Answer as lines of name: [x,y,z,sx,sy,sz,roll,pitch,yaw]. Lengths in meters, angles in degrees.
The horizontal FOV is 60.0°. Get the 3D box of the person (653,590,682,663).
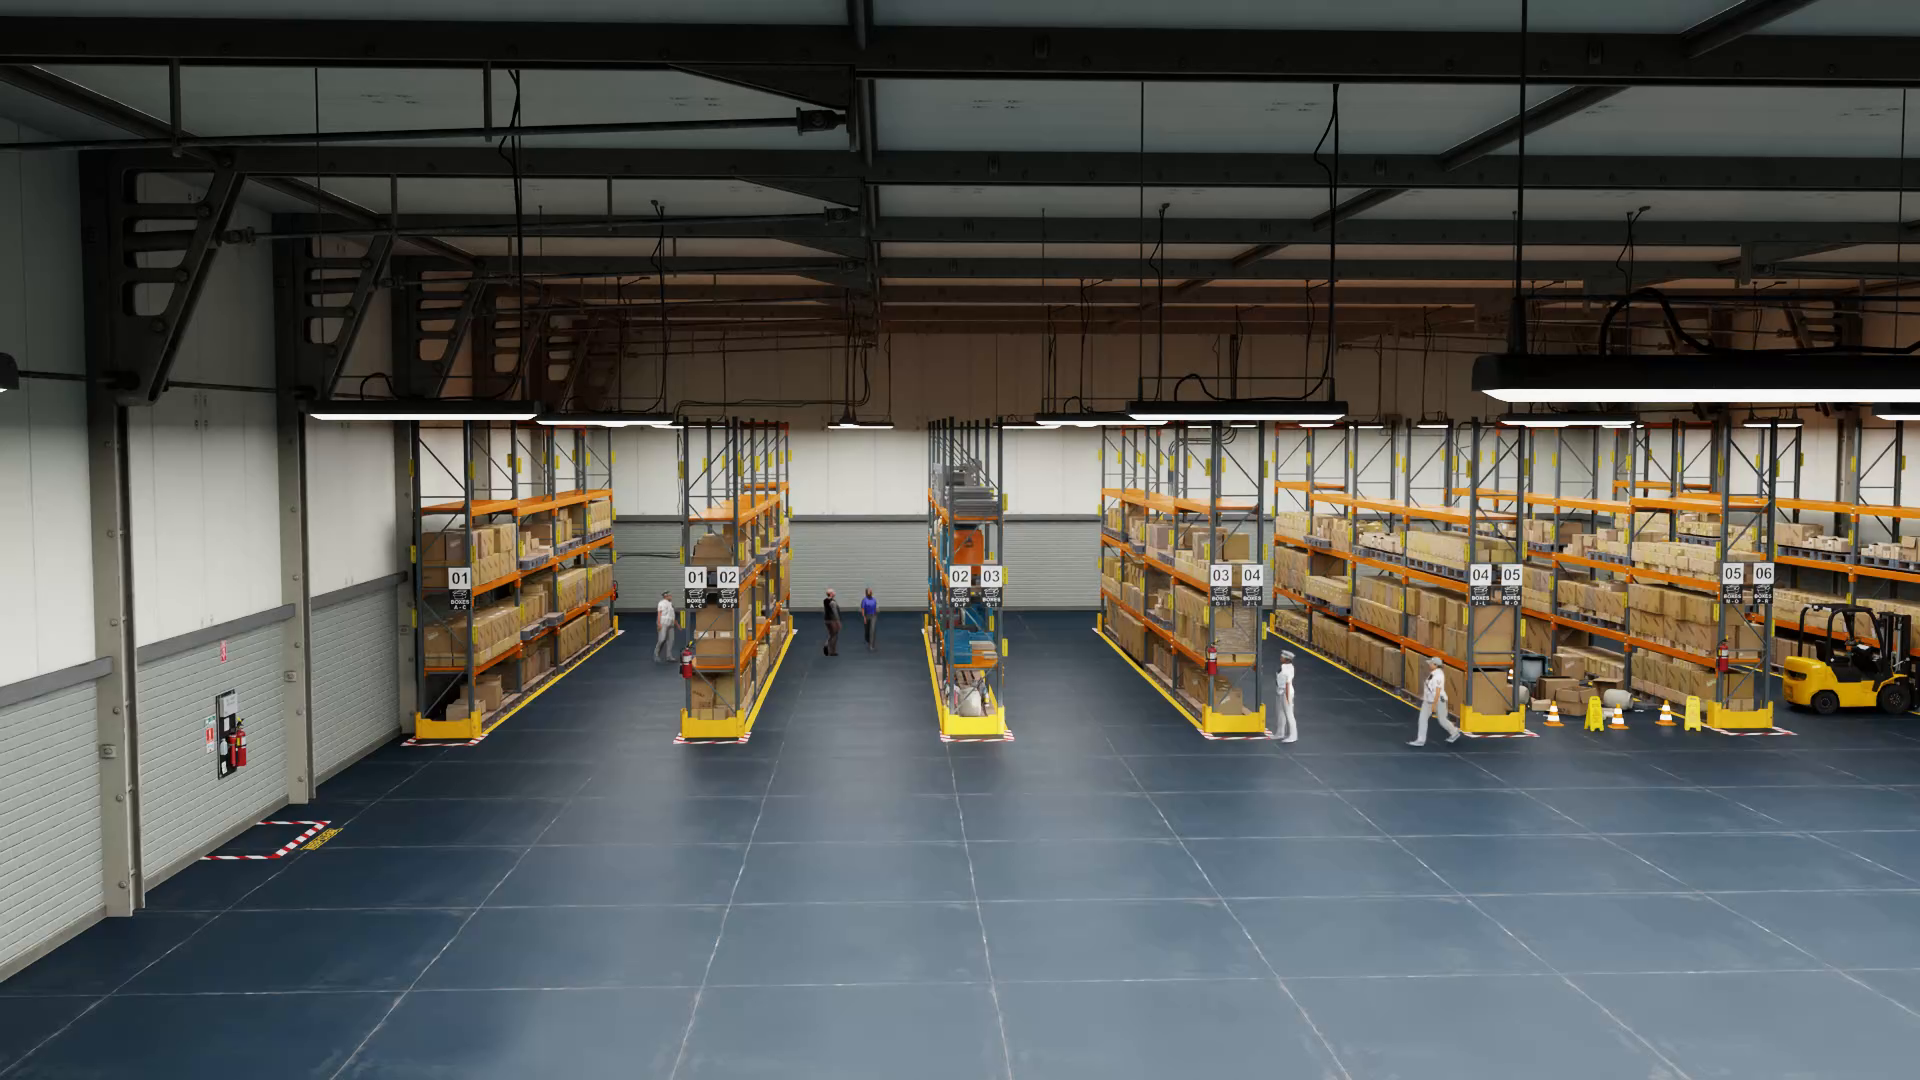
person: [-7.331,2.140,41.489,0.489,1.778,0.704,2,4,32]

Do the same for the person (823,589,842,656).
person: [-3.231,2.089,42.139,0.556,1.717,0.460,3,5,43]

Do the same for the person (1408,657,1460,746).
person: [8.658,2.929,30.241,0.956,1.628,0.467,-2,4,-31]

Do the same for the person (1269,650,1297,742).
person: [5.984,2.871,30.749,0.426,1.702,0.665,0,4,-6]

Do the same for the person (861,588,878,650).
person: [-2.367,2.063,43.573,0.439,1.589,0.928,0,4,2]
